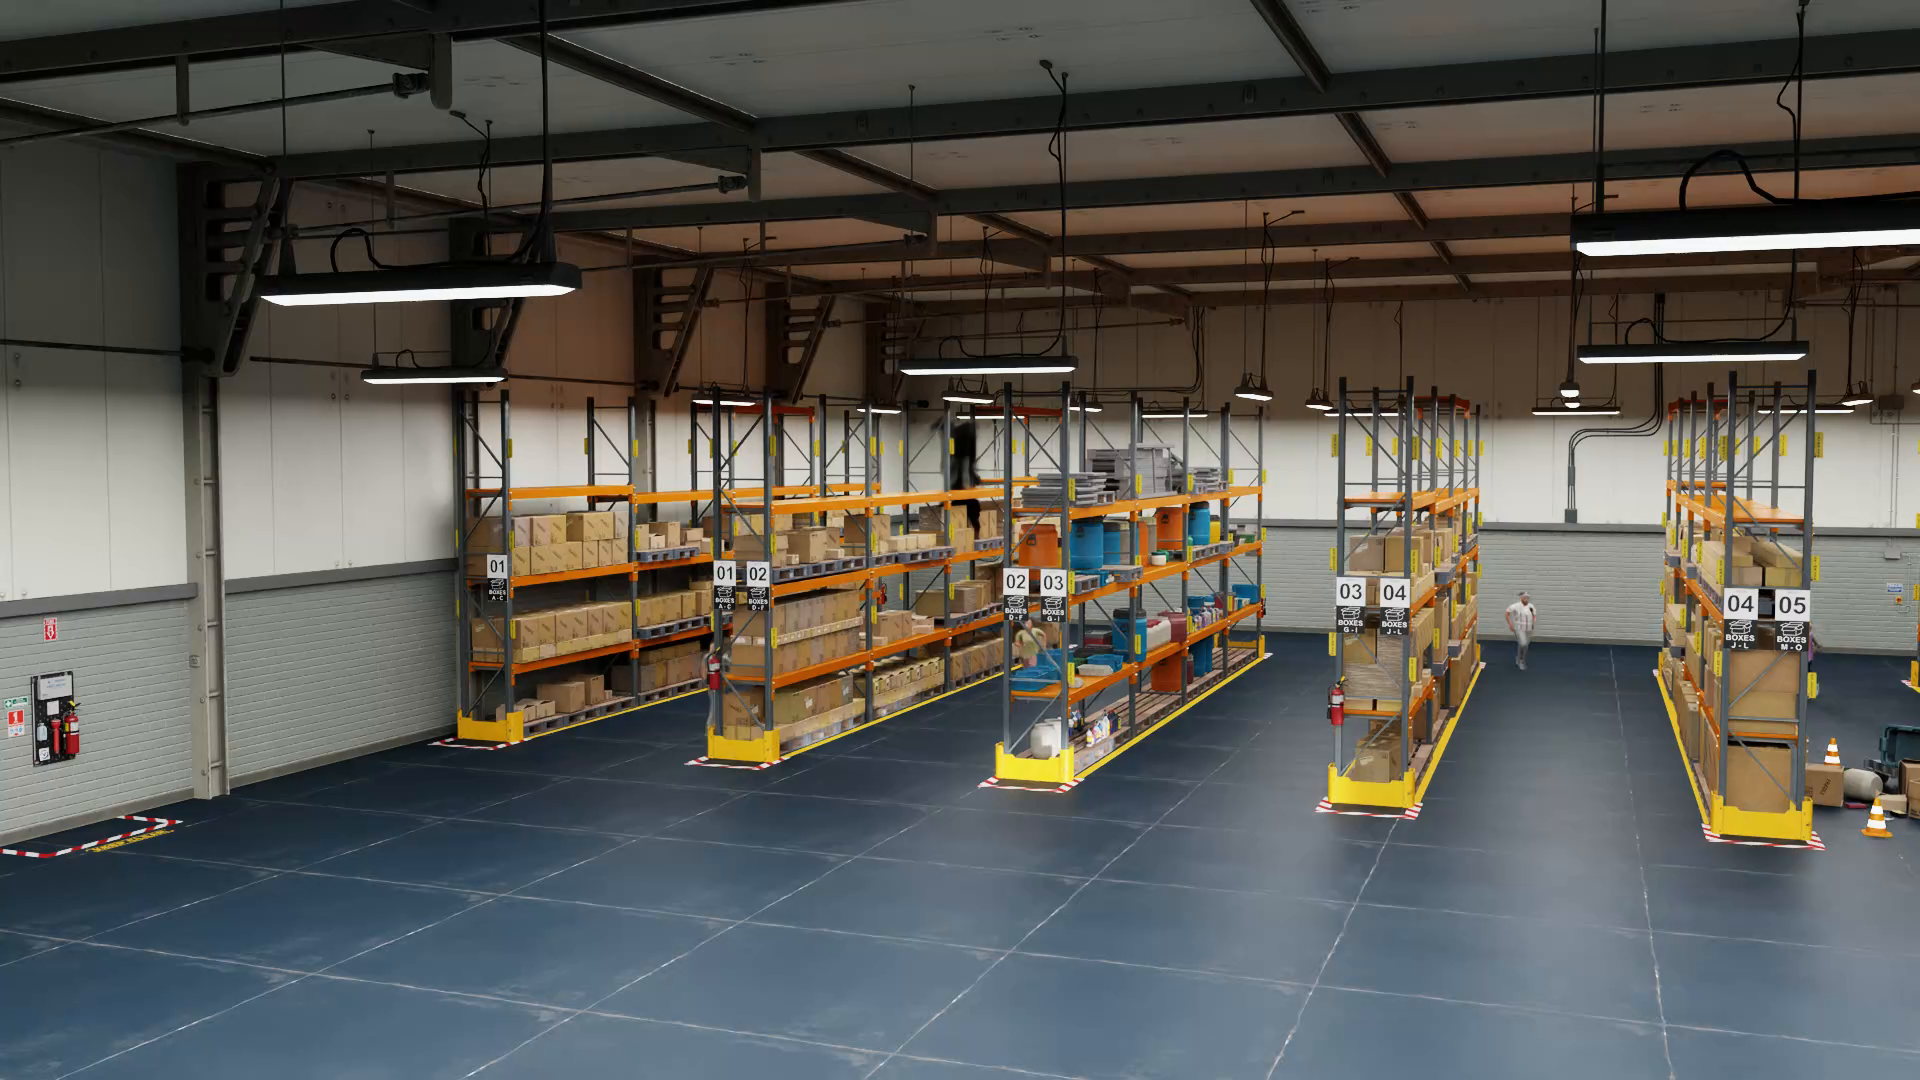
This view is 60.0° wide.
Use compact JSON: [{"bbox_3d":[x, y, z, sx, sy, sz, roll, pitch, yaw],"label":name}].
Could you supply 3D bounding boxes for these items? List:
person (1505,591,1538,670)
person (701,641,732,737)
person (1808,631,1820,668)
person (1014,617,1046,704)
[{"bbox_3d":[12.800,2.057,37.793,0.670,1.819,0.764,-1,3,-10],"label":"person"},{"bbox_3d":[-4.270,2.581,29.293,0.553,1.658,1.060,1,3,16],"label":"person"},{"bbox_3d":[16.900,2.384,33.348,0.521,1.567,0.535,0,3,9],"label":"person"},{"bbox_3d":[1.390,2.360,32.999,0.600,1.693,0.820,1,3,11],"label":"person"}]
